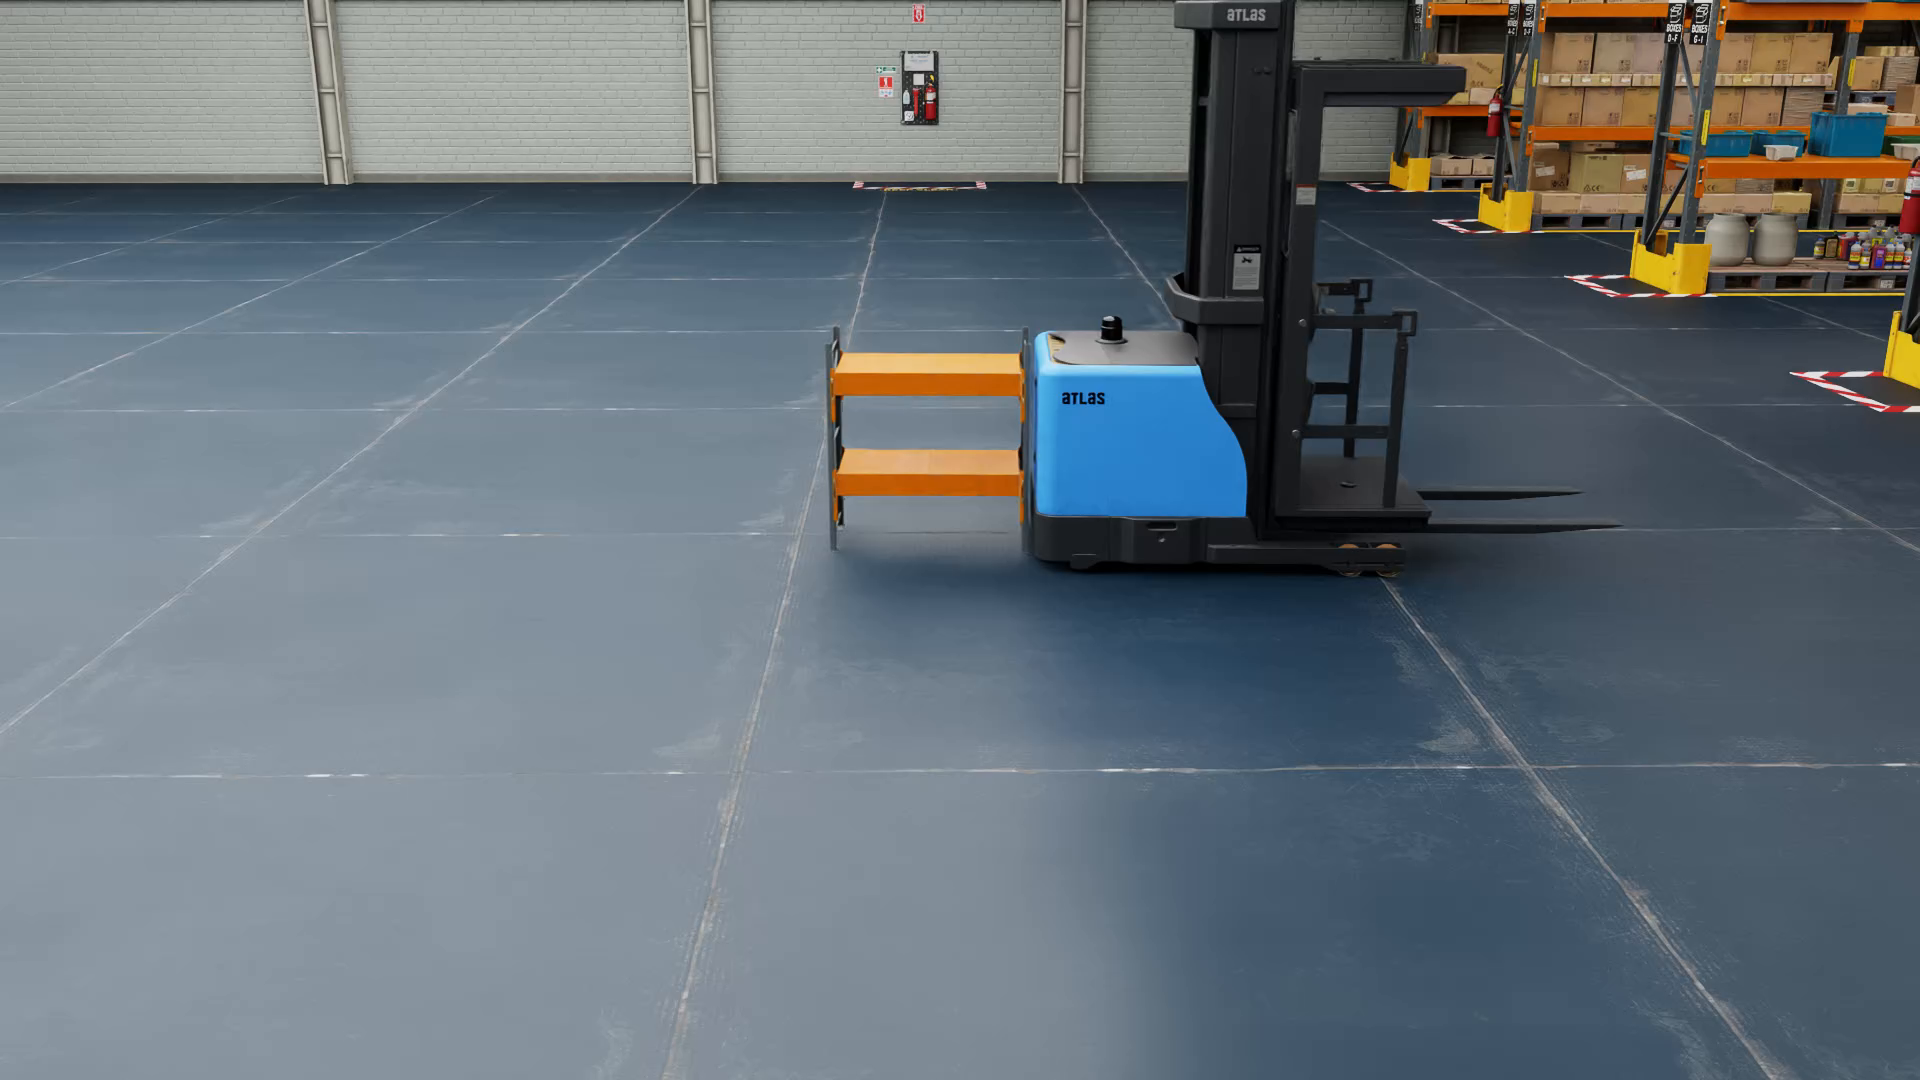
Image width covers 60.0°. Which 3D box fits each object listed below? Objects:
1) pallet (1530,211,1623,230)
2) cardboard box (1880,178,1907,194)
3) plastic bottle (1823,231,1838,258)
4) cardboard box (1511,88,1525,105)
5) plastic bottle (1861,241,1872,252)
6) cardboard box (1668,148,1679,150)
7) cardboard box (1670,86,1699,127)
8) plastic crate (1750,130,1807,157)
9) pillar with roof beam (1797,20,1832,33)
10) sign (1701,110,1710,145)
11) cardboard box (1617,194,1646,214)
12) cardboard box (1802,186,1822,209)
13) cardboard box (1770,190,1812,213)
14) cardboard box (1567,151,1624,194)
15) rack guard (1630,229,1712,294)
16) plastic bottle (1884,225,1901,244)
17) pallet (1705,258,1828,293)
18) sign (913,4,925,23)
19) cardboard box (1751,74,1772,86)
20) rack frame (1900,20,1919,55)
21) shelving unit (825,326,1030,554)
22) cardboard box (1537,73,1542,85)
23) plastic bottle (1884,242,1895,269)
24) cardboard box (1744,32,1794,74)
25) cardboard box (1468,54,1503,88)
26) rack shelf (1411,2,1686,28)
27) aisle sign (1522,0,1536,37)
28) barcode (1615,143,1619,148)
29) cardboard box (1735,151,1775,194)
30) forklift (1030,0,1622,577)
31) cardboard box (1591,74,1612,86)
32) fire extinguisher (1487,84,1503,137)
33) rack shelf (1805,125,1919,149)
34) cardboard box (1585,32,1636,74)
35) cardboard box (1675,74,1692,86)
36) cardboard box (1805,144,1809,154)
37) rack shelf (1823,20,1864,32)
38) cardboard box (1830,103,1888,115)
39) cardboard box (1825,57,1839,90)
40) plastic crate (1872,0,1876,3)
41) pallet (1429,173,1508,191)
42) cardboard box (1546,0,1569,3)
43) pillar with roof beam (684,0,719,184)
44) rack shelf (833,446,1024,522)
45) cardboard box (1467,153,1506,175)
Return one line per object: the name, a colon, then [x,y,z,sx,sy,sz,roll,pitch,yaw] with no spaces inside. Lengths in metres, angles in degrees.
pallet: [7.978,-4.275,22.028,1.213,0.211,1.003,0,18,-1]
cardboard box: [12.132,-4.690,21.652,0.500,0.311,0.500,0,18,-2]
plastic bottle: [9.235,-3.138,17.646,0.133,0.283,0.061,0,18,0]
cardboard box: [8.654,-6.950,26.015,0.500,0.250,0.500,-1,18,-2]
plastic bottle: [9.530,-3.048,17.501,0.097,0.201,0.097,0,18,0]
cardboard box: [9.746,-4.942,22.128,0.500,0.500,0.500,0,18,-1]
cardboard box: [9.229,-5.640,21.556,0.500,0.500,0.700,0,18,1]
plastic crate: [8.434,-4.098,17.154,0.408,0.251,0.499,0,18,-1]
pillar with roof beam: [13.886,-8.937,22.176,0.400,9.000,9.100,0,18,-1]
sign: [7.293,-4.037,16.268,0.005,0.325,0.100,0,18,-1]
cardboard box: [8.754,-4.417,21.721,0.500,0.250,0.500,0,18,-1]
cardboard box: [11.624,-4.587,22.249,0.500,0.250,0.500,0,18,-1]
cardboard box: [10.754,-4.427,21.751,0.500,0.250,0.500,0,18,-1]
cardboard box: [8.254,-4.771,21.597,0.500,0.500,0.500,0,18,-1]
rack guard: [7.364,-2.898,17.262,0.348,0.500,1.175,0,18,-1]
plastic bottle: [9.861,-3.160,17.606,0.185,0.351,0.144,0,18,-1]
pallet: [8.177,-2.762,17.313,1.213,0.211,1.003,0,18,-1]
sign: [-0.662,-8.472,26.750,0.199,0.298,0.001,0,18,-1]
cardboard box: [10.174,-5.891,21.275,0.250,0.149,0.380,0,18,-1]
rack frame: [15.132,-7.138,26.387,0.127,3.000,1.000,0,18,-1]
shelving unit: [-0.161,-0.541,8.892,1.048,1.125,0.538,0,18,1]
cardboard box: [7.594,-6.003,21.623,0.250,0.149,0.380,-1,18,-2]
plastic bottle: [9.449,-2.899,16.919,0.097,0.271,0.097,0,18,0]
cardboard box: [10.265,-6.264,21.376,0.500,0.500,0.700,0,18,-1]
cardboard box: [8.109,-7.304,25.891,0.500,0.500,0.500,0,18,-1]
rack shelf: [9.132,-8.194,25.948,4.000,0.370,1.077,0,18,-1]
aisle sign: [7.154,-6.730,20.861,0.004,0.787,0.394,0,18,-1]
barcode: [10.588,-6.361,26.813,0.075,0.075,0.001,0,18,-1]
cardboard box: [10.254,-4.785,21.640,0.500,0.500,0.500,0,18,-1]
forklift: [1.904,-1.370,8.521,3.031,2.935,1.130,0,18,1]
cardboard box: [8.124,-5.882,21.246,0.250,0.149,0.380,0,18,-1]
fire extinguisher: [7.089,-5.690,22.003,0.183,0.674,0.296,0,18,-1]
rack shelf: [13.214,-5.272,21.750,4.000,0.370,1.077,0,18,-1]
cardboard box: [8.260,-6.254,21.346,0.500,0.500,0.700,-1,18,-2]
cardboard box: [9.147,-5.886,21.259,0.250,0.149,0.380,0,18,0]
cardboard box: [13.399,-6.159,26.710,0.500,0.500,0.700,0,18,-1]
rack shelf: [13.214,-6.701,21.292,4.000,0.370,1.077,0,18,-1]
cardboard box: [11.706,-5.550,21.682,0.500,0.250,0.500,1,18,3]
cardboard box: [13.416,-7.376,26.248,0.500,0.500,0.700,0,18,-1]
plastic crate: [9.191,-5.595,16.694,0.575,0.384,0.392,0,18,-1]
pallet: [8.021,-5.765,26.672,1.213,0.211,1.003,0,18,-1]
cardboard box: [9.063,-8.514,25.571,0.500,0.500,0.500,1,18,3]
pillar with roof beam: [-4.112,-8.850,21.905,0.400,9.000,9.100,0,18,-1]
rack shelf: [-0.161,-0.308,8.966,1.000,0.278,0.538,0,18,1]
cardboard box: [8.396,-6.007,26.543,0.500,0.311,0.500,1,18,4]
